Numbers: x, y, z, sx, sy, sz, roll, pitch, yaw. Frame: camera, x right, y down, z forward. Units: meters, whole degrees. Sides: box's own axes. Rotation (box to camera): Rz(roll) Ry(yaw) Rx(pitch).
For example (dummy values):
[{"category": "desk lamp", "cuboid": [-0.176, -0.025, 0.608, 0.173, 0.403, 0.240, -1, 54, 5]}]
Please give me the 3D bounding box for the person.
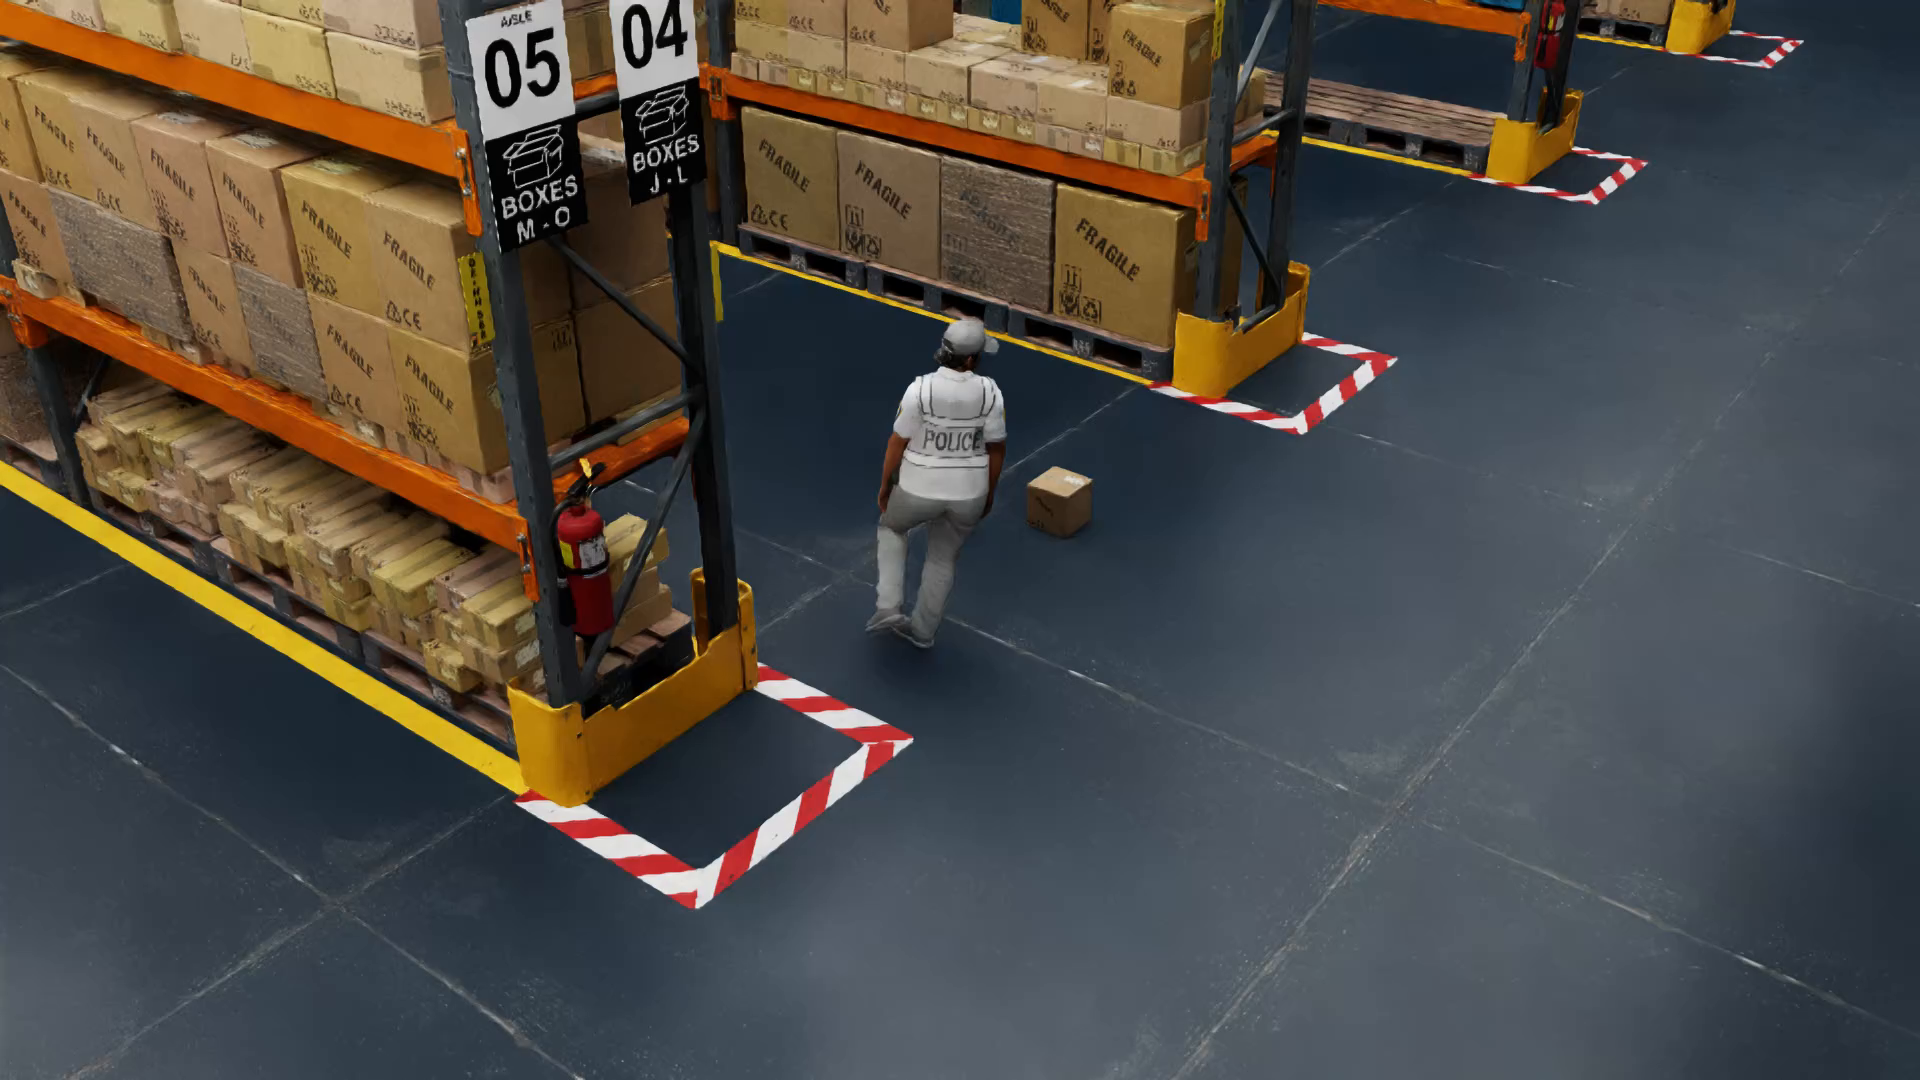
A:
[{"category": "person", "cuboid": [-0.135, -0.239, 7.537, 0.649, 1.653, 0.483, -7, 32, -12]}]
